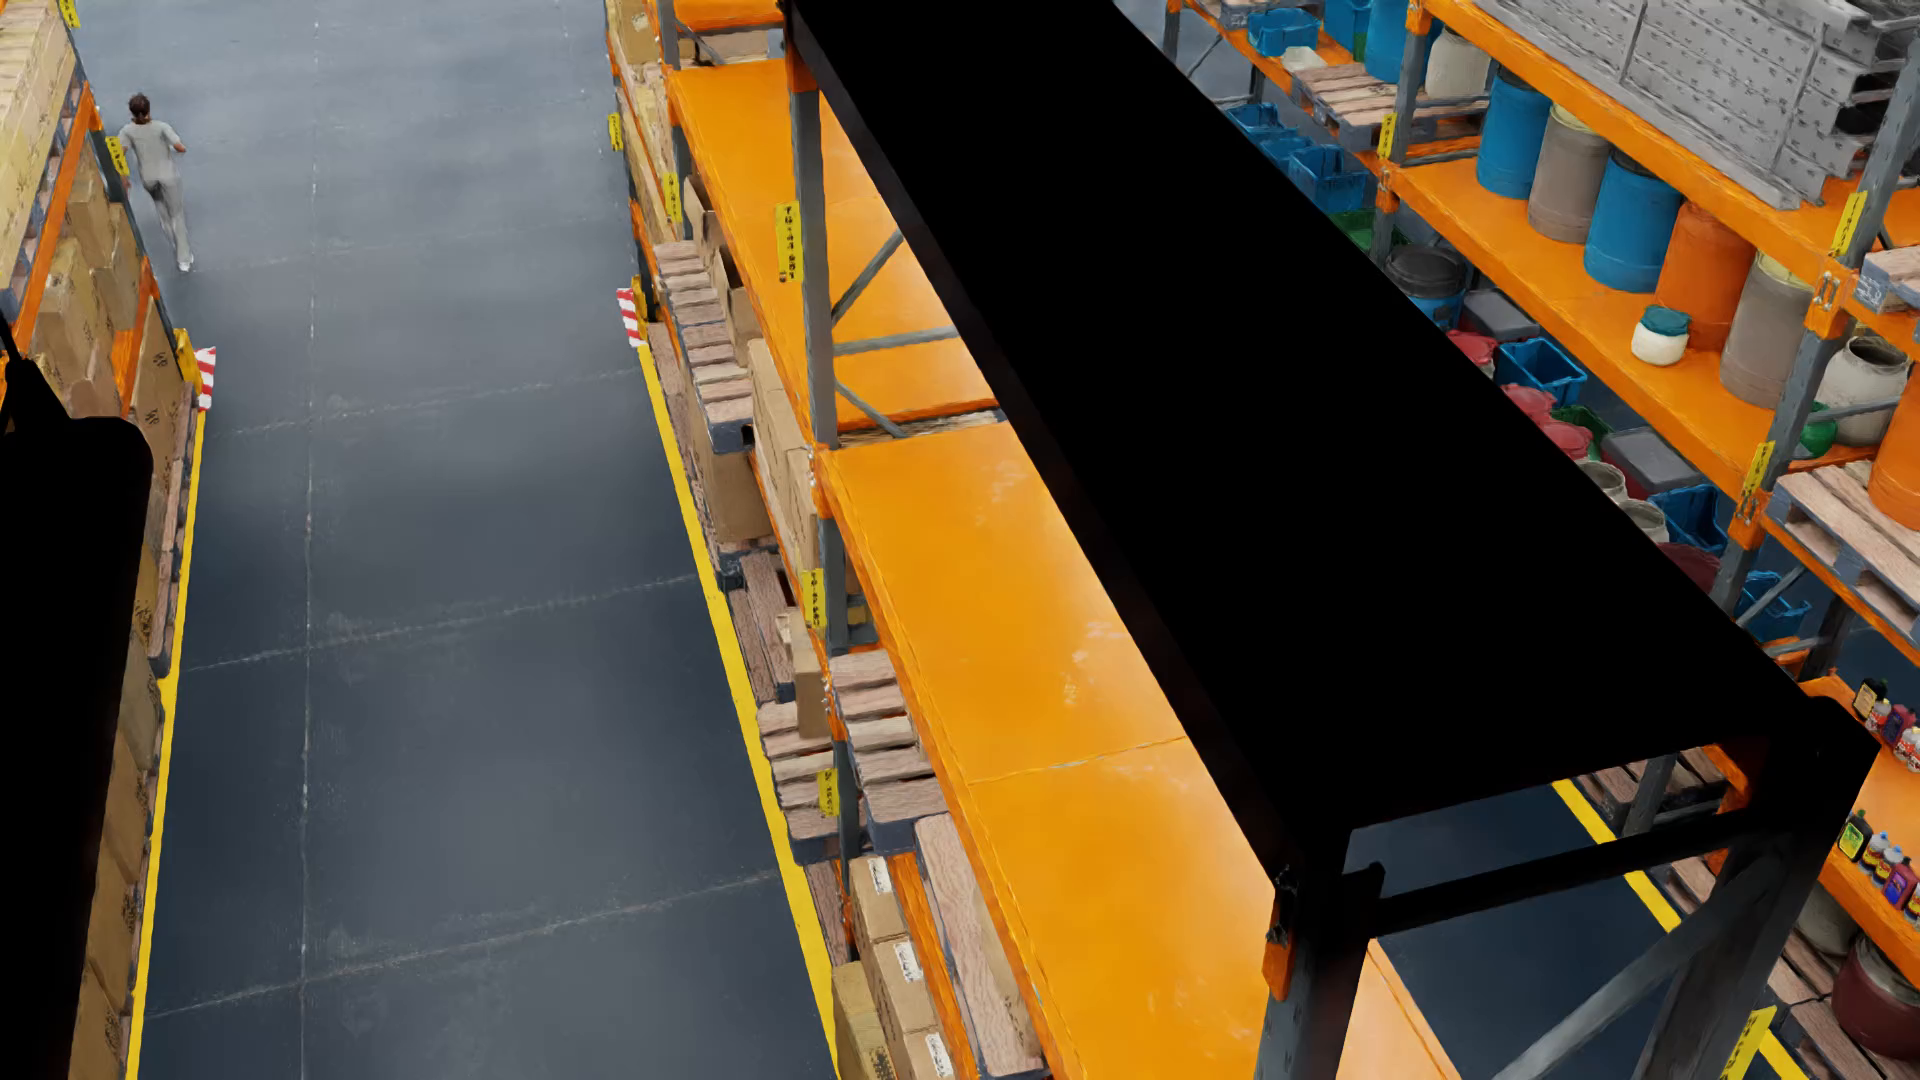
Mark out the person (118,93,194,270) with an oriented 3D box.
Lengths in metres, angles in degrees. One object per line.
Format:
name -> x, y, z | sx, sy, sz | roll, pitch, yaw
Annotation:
person -> -7.656, -3.474, 15.897 | 0.595, 1.584, 0.796 | -7, 39, -9
